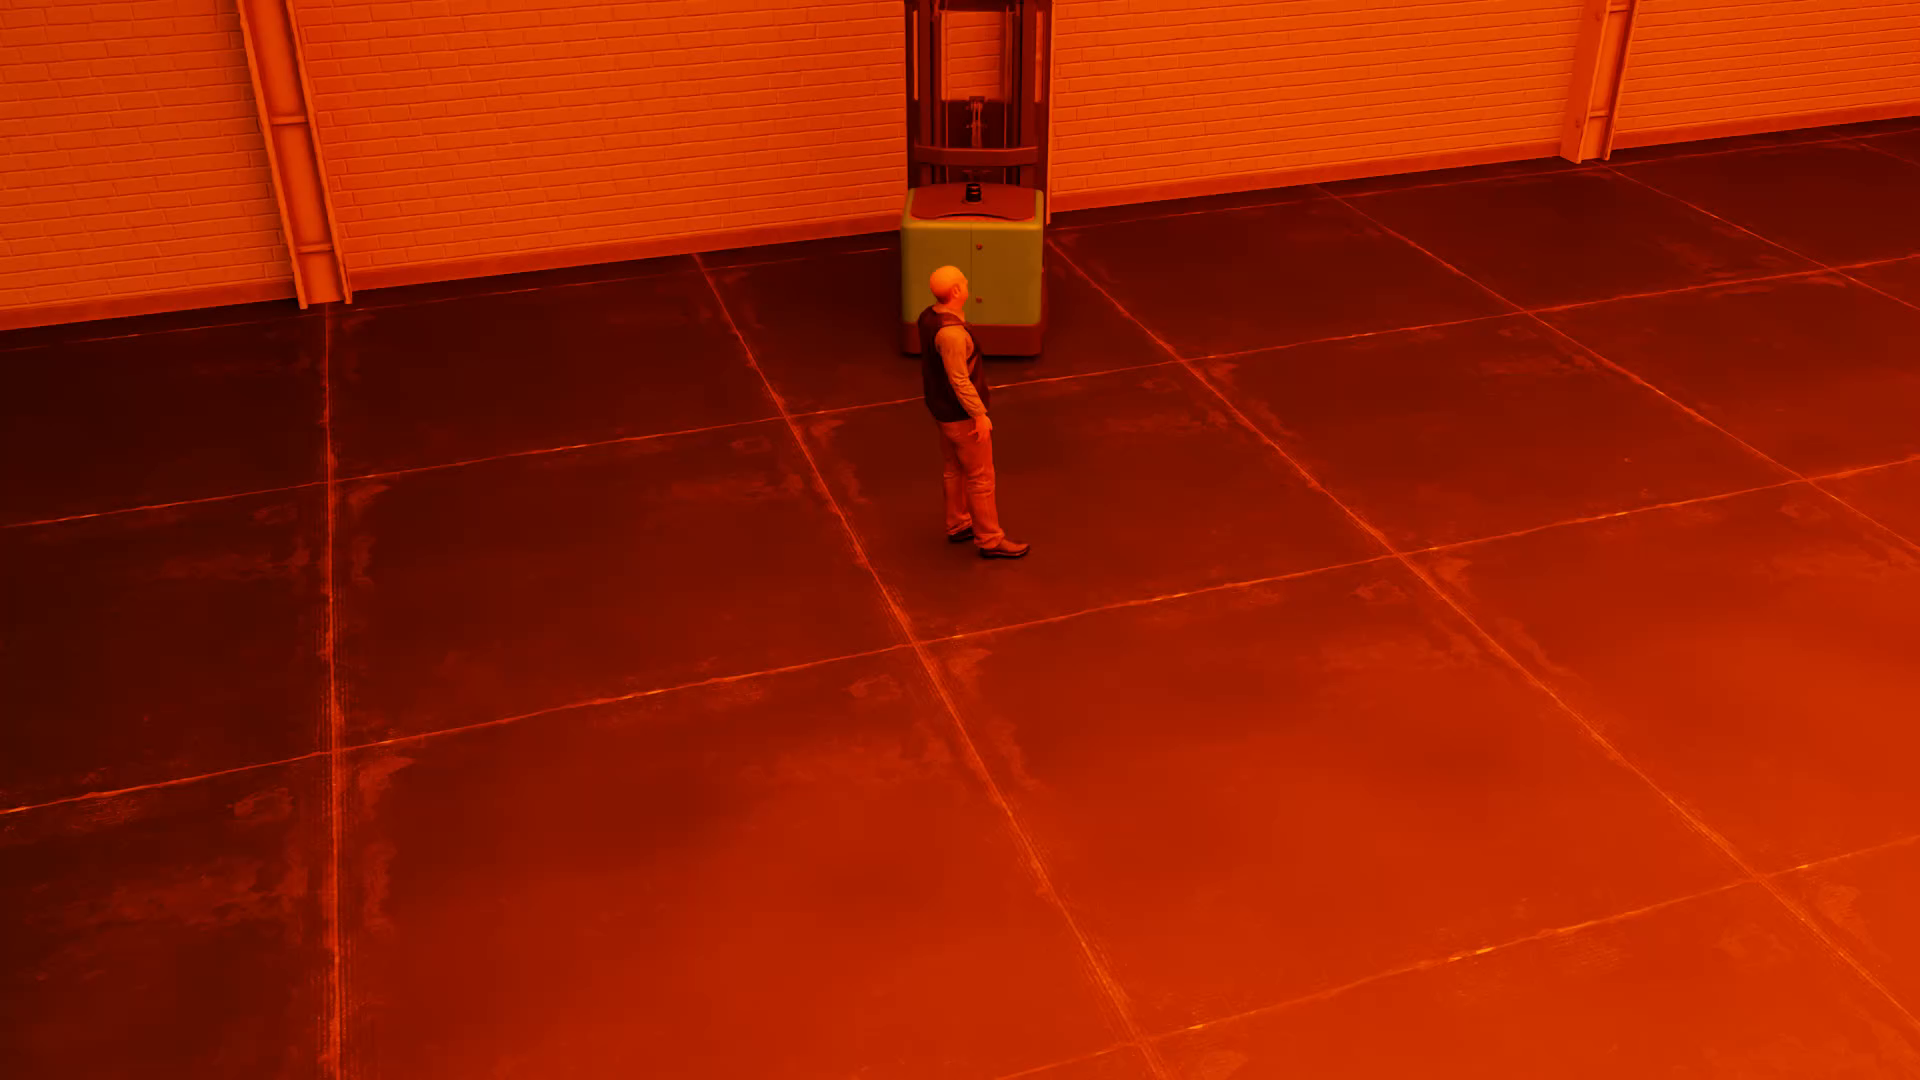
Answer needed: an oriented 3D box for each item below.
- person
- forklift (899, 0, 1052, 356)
[{"bbox_3d":[0.062,-0.759,9.605,0.566,1.722,0.633,-10,31,-16],"label":"person"},{"bbox_3d":[0.147,-3.326,12.868,1.130,2.935,3.031,1,30,2],"label":"forklift"}]
